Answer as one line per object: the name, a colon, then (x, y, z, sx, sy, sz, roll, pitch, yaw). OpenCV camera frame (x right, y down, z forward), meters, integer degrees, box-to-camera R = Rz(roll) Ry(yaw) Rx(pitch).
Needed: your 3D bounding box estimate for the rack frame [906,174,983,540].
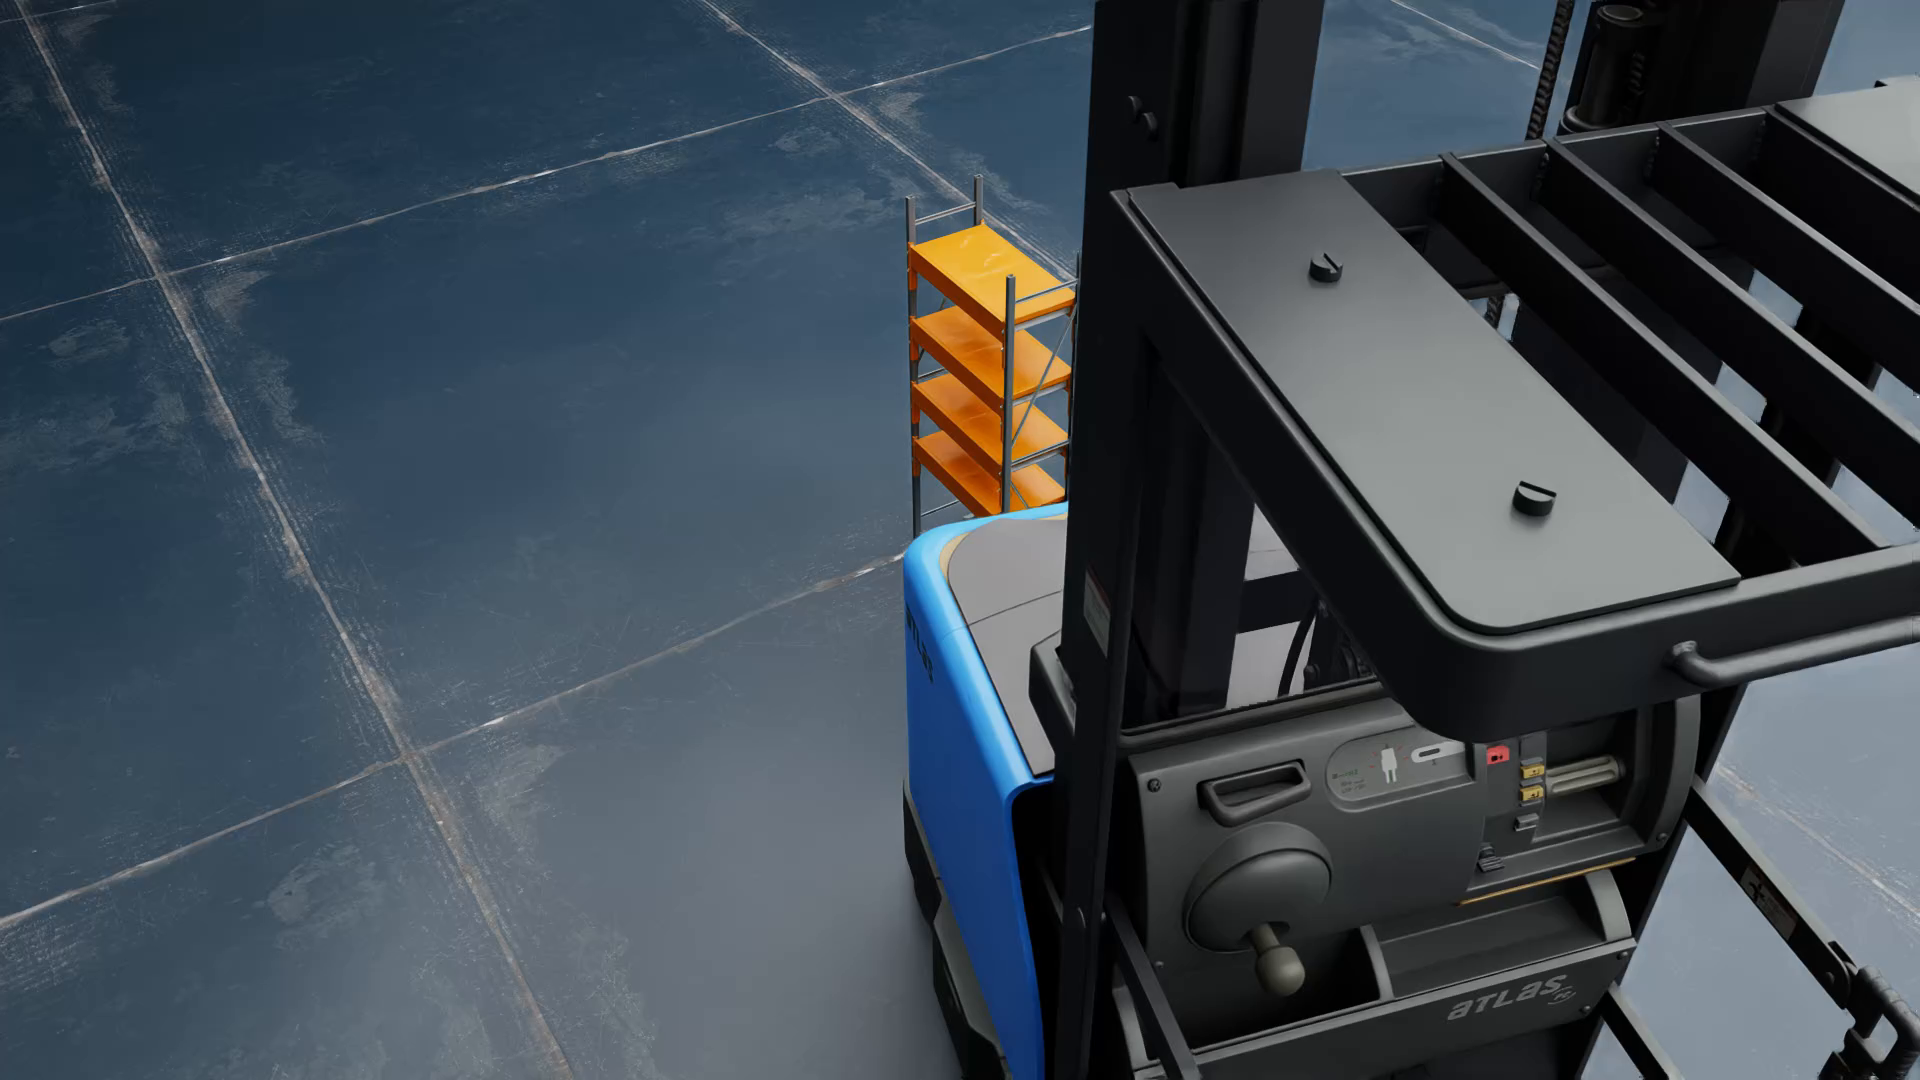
rack frame: (-0.042, -0.503, 4.917, 0.240, 1.200, 0.015, -22, 45, -24)

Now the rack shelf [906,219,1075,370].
rack shelf: (0.089, -0.673, 4.507, 0.258, 0.148, 0.480, -22, 45, -24)

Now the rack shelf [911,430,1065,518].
rack shelf: (0.089, -0.167, 4.929, 0.258, 0.148, 0.480, -22, 45, -24)

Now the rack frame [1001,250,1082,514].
rack frame: (0.220, -0.240, 4.601, 0.240, 1.200, 0.015, -22, 45, -24)

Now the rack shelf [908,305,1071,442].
rack shelf: (0.089, -0.492, 4.659, 0.258, 0.148, 0.480, -22, 45, -24)

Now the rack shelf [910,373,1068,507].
rack shelf: (0.089, -0.320, 4.802, 0.258, 0.148, 0.480, -22, 45, -24)

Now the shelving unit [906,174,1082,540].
shelving unit: (0.089, -0.372, 4.759, 0.258, 1.200, 0.503, -22, 45, -24)

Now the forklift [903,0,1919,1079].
forklift: (0.769, 0.496, 2.366, 1.130, 2.935, 3.031, -11, 41, -13)
